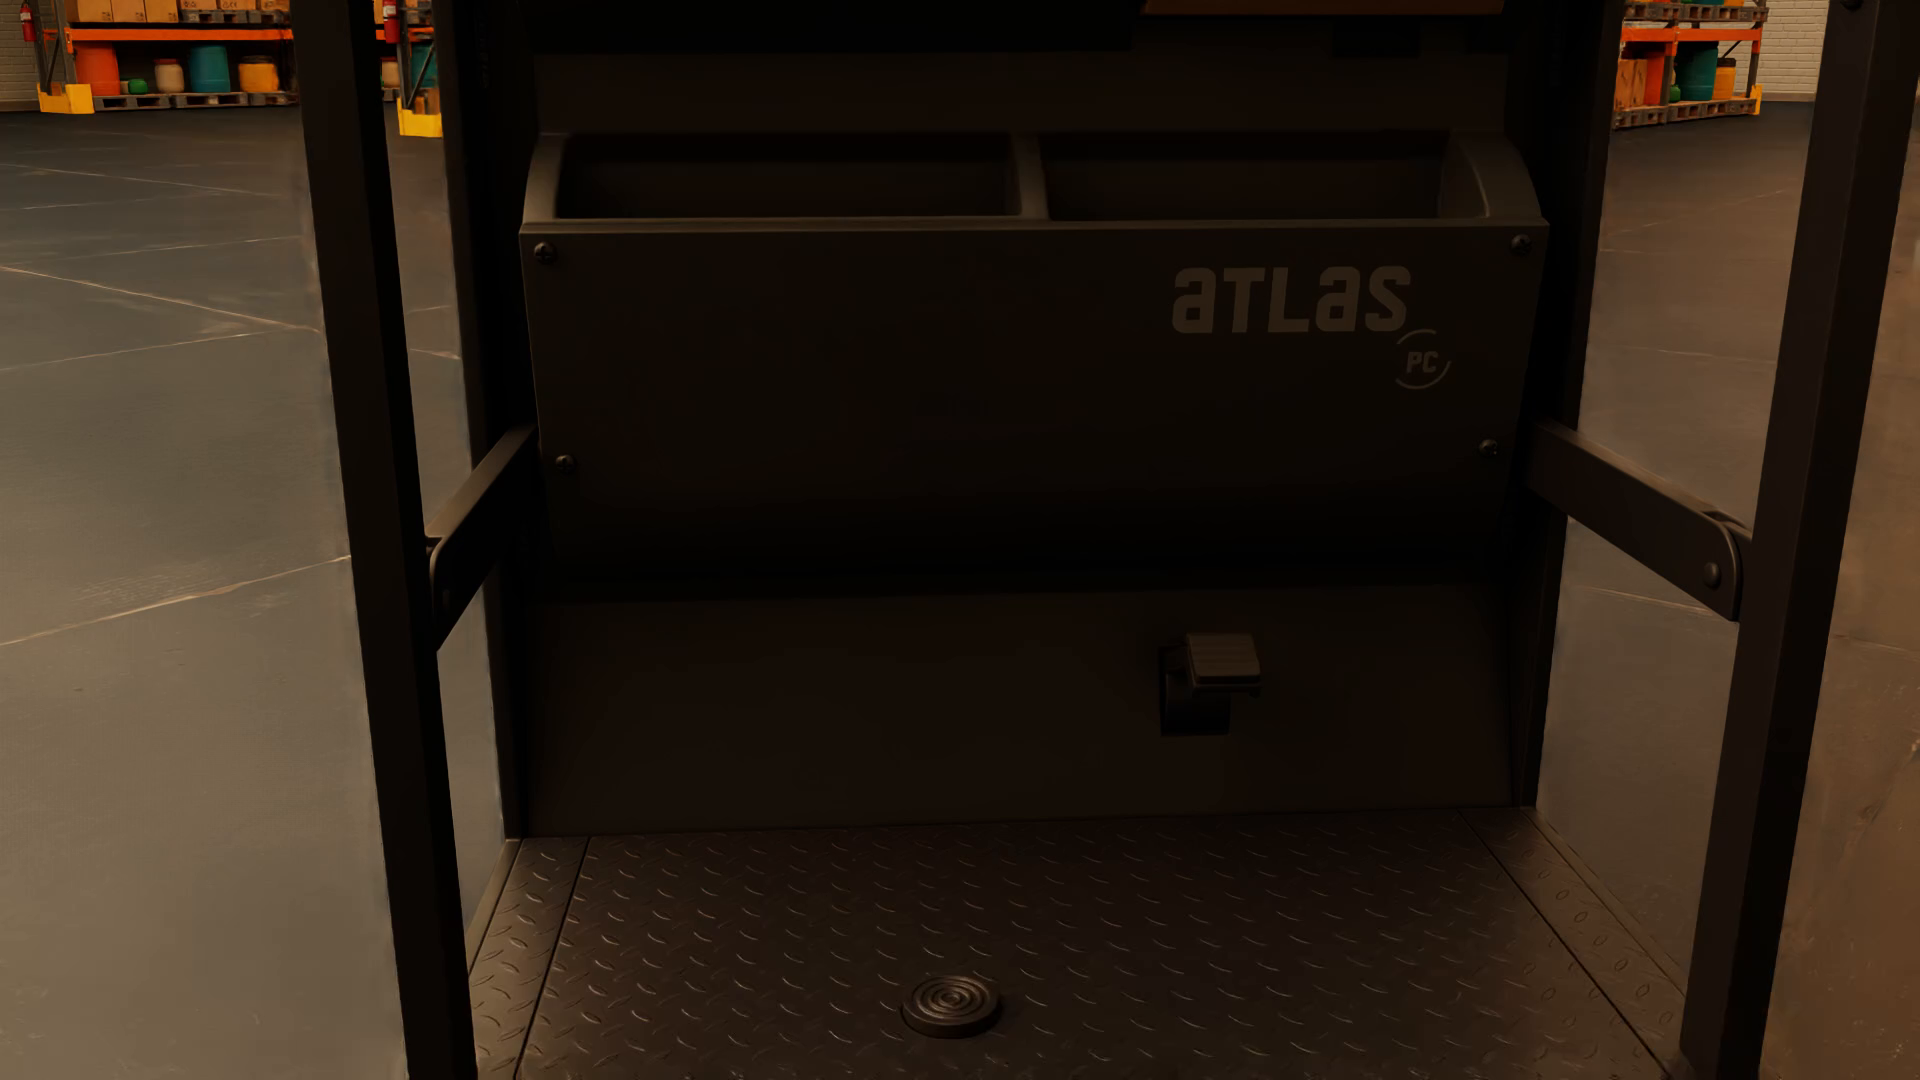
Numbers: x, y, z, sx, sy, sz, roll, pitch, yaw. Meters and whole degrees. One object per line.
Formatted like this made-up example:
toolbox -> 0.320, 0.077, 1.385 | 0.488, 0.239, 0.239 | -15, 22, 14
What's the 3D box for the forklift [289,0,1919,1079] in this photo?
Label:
forklift -> 0.088, -0.705, 1.219 | 1.130, 2.935, 3.031 | -1, 17, -4
